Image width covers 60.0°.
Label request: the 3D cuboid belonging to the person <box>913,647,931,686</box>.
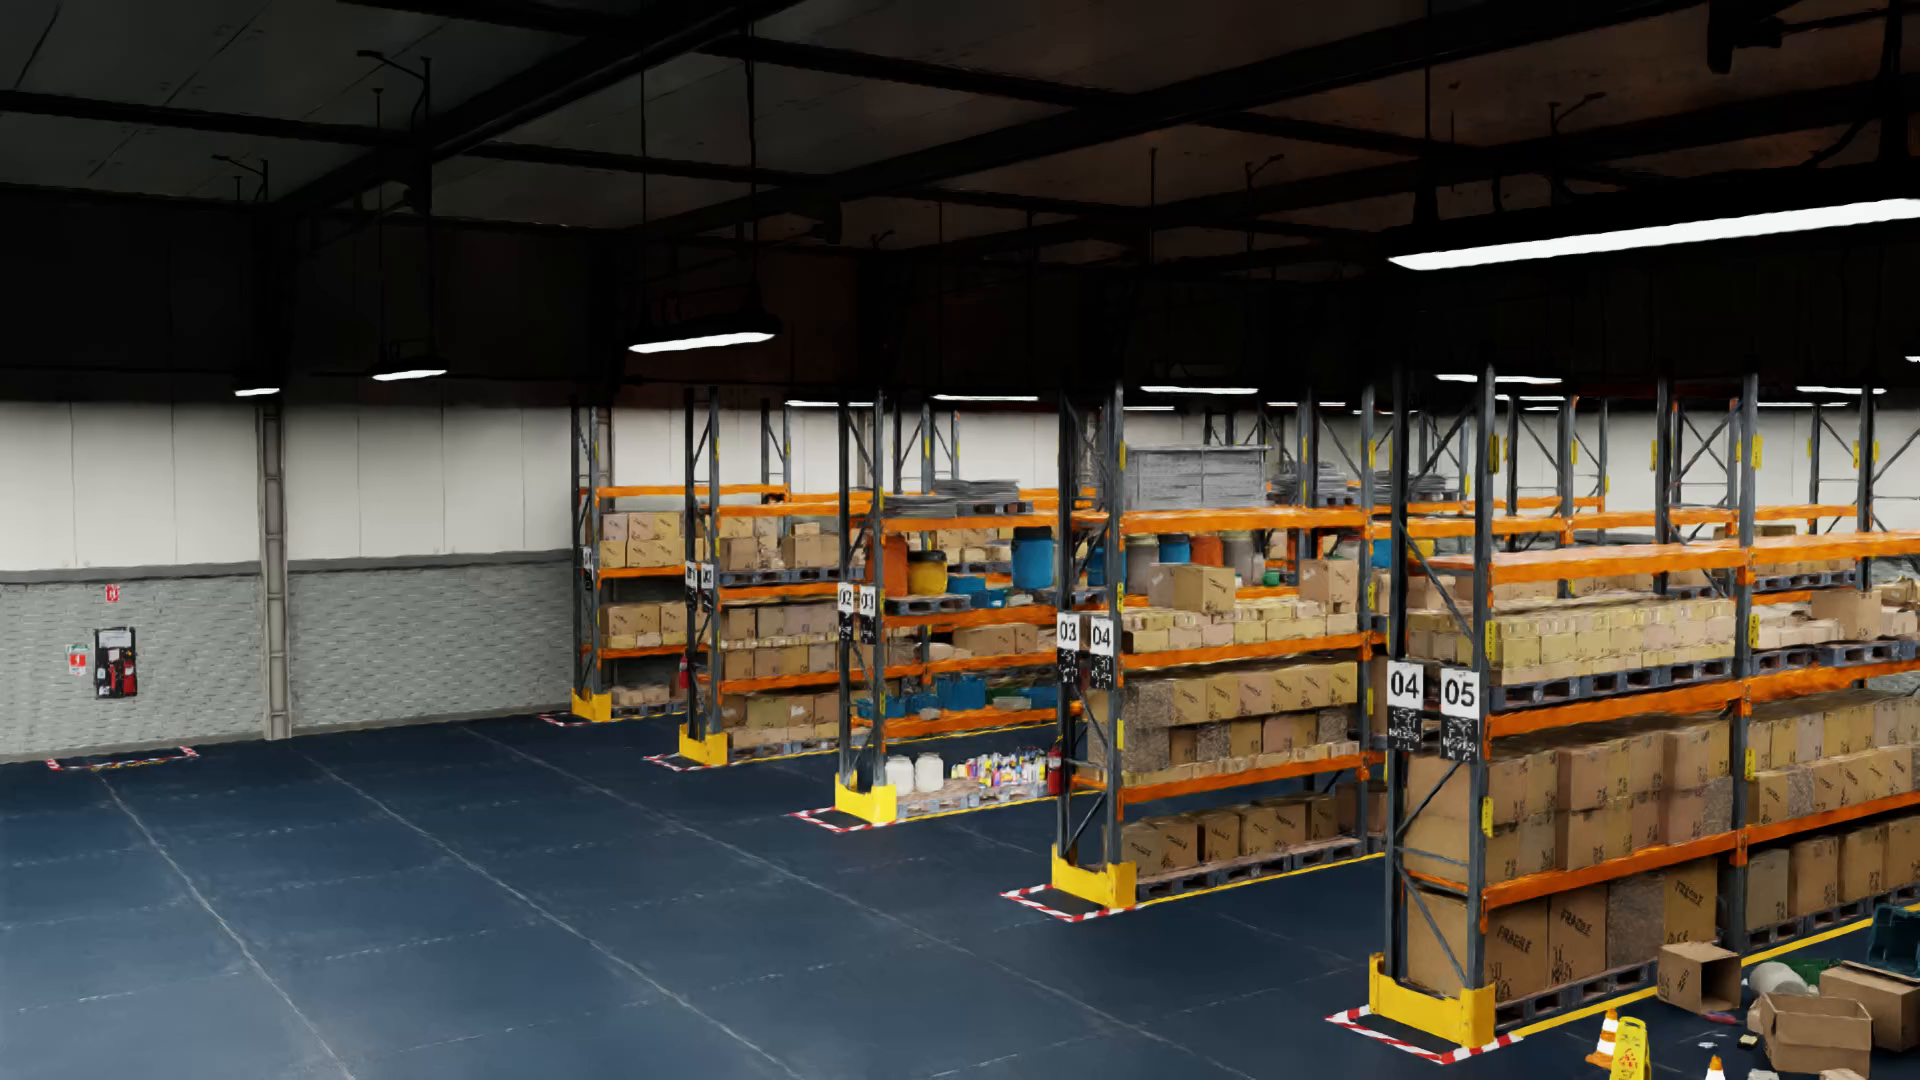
[{"bbox_3d":[-1.032,2.385,33.416,1.034,1.525,0.416,-2,4,-36],"label":"person"}]
